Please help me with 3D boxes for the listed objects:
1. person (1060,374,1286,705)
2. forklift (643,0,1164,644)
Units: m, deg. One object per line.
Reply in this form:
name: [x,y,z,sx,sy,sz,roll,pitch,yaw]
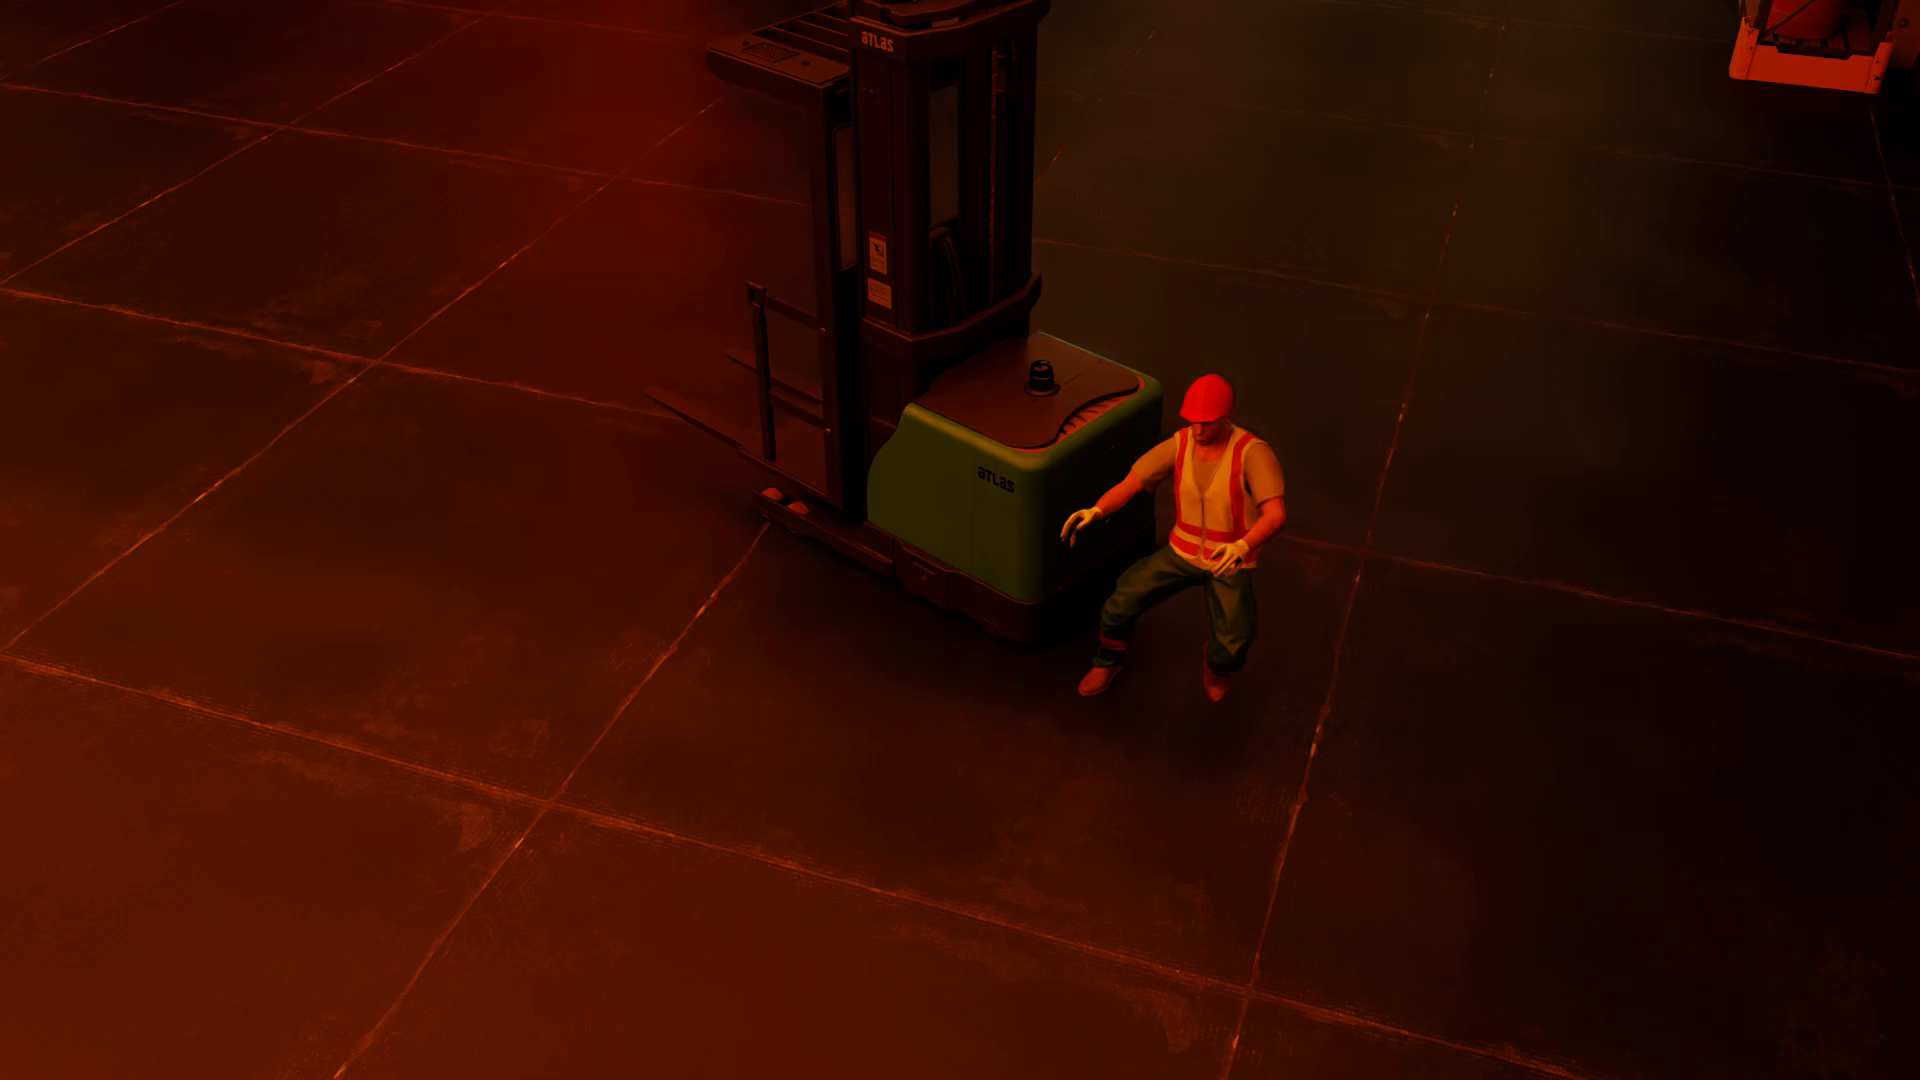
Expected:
person: [0.941,0.095,7.146,0.817,1.607,0.769,20,40,25]
forklift: [-0.455,-1.431,8.129,3.031,2.935,1.130,27,44,33]
